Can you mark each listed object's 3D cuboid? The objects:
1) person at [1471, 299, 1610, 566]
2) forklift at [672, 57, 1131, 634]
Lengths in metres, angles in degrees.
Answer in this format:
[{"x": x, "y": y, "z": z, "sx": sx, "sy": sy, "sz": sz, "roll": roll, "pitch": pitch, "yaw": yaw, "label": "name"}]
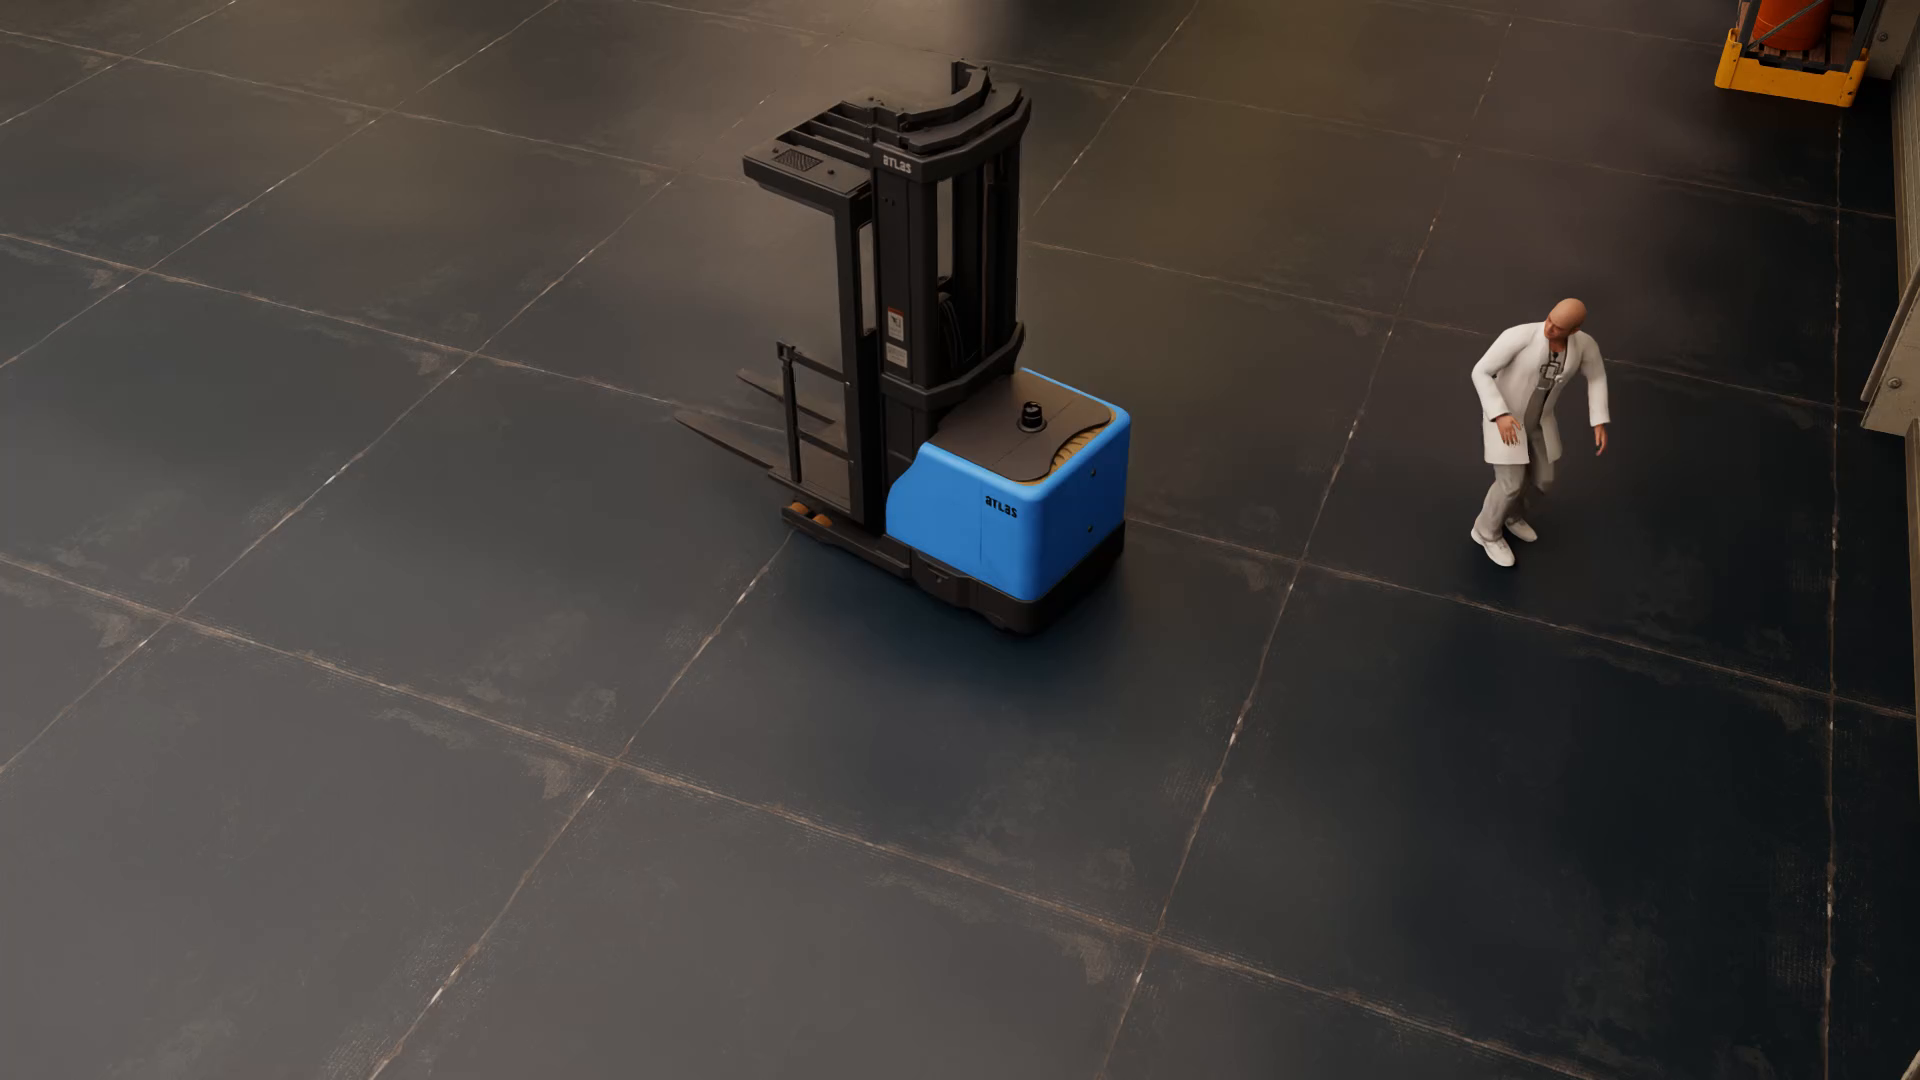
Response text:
[{"x": 3.377, "y": -0.660, "z": 9.756, "sx": 0.817, "sy": 1.730, "sz": 0.546, "roll": -9, "pitch": 41, "yaw": -11, "label": "person"}, {"x": -0.488, "y": -1.359, "z": 9.630, "sx": 3.031, "sy": 2.935, "sz": 1.130, "roll": 26, "pitch": 46, "yaw": 28, "label": "forklift"}]
